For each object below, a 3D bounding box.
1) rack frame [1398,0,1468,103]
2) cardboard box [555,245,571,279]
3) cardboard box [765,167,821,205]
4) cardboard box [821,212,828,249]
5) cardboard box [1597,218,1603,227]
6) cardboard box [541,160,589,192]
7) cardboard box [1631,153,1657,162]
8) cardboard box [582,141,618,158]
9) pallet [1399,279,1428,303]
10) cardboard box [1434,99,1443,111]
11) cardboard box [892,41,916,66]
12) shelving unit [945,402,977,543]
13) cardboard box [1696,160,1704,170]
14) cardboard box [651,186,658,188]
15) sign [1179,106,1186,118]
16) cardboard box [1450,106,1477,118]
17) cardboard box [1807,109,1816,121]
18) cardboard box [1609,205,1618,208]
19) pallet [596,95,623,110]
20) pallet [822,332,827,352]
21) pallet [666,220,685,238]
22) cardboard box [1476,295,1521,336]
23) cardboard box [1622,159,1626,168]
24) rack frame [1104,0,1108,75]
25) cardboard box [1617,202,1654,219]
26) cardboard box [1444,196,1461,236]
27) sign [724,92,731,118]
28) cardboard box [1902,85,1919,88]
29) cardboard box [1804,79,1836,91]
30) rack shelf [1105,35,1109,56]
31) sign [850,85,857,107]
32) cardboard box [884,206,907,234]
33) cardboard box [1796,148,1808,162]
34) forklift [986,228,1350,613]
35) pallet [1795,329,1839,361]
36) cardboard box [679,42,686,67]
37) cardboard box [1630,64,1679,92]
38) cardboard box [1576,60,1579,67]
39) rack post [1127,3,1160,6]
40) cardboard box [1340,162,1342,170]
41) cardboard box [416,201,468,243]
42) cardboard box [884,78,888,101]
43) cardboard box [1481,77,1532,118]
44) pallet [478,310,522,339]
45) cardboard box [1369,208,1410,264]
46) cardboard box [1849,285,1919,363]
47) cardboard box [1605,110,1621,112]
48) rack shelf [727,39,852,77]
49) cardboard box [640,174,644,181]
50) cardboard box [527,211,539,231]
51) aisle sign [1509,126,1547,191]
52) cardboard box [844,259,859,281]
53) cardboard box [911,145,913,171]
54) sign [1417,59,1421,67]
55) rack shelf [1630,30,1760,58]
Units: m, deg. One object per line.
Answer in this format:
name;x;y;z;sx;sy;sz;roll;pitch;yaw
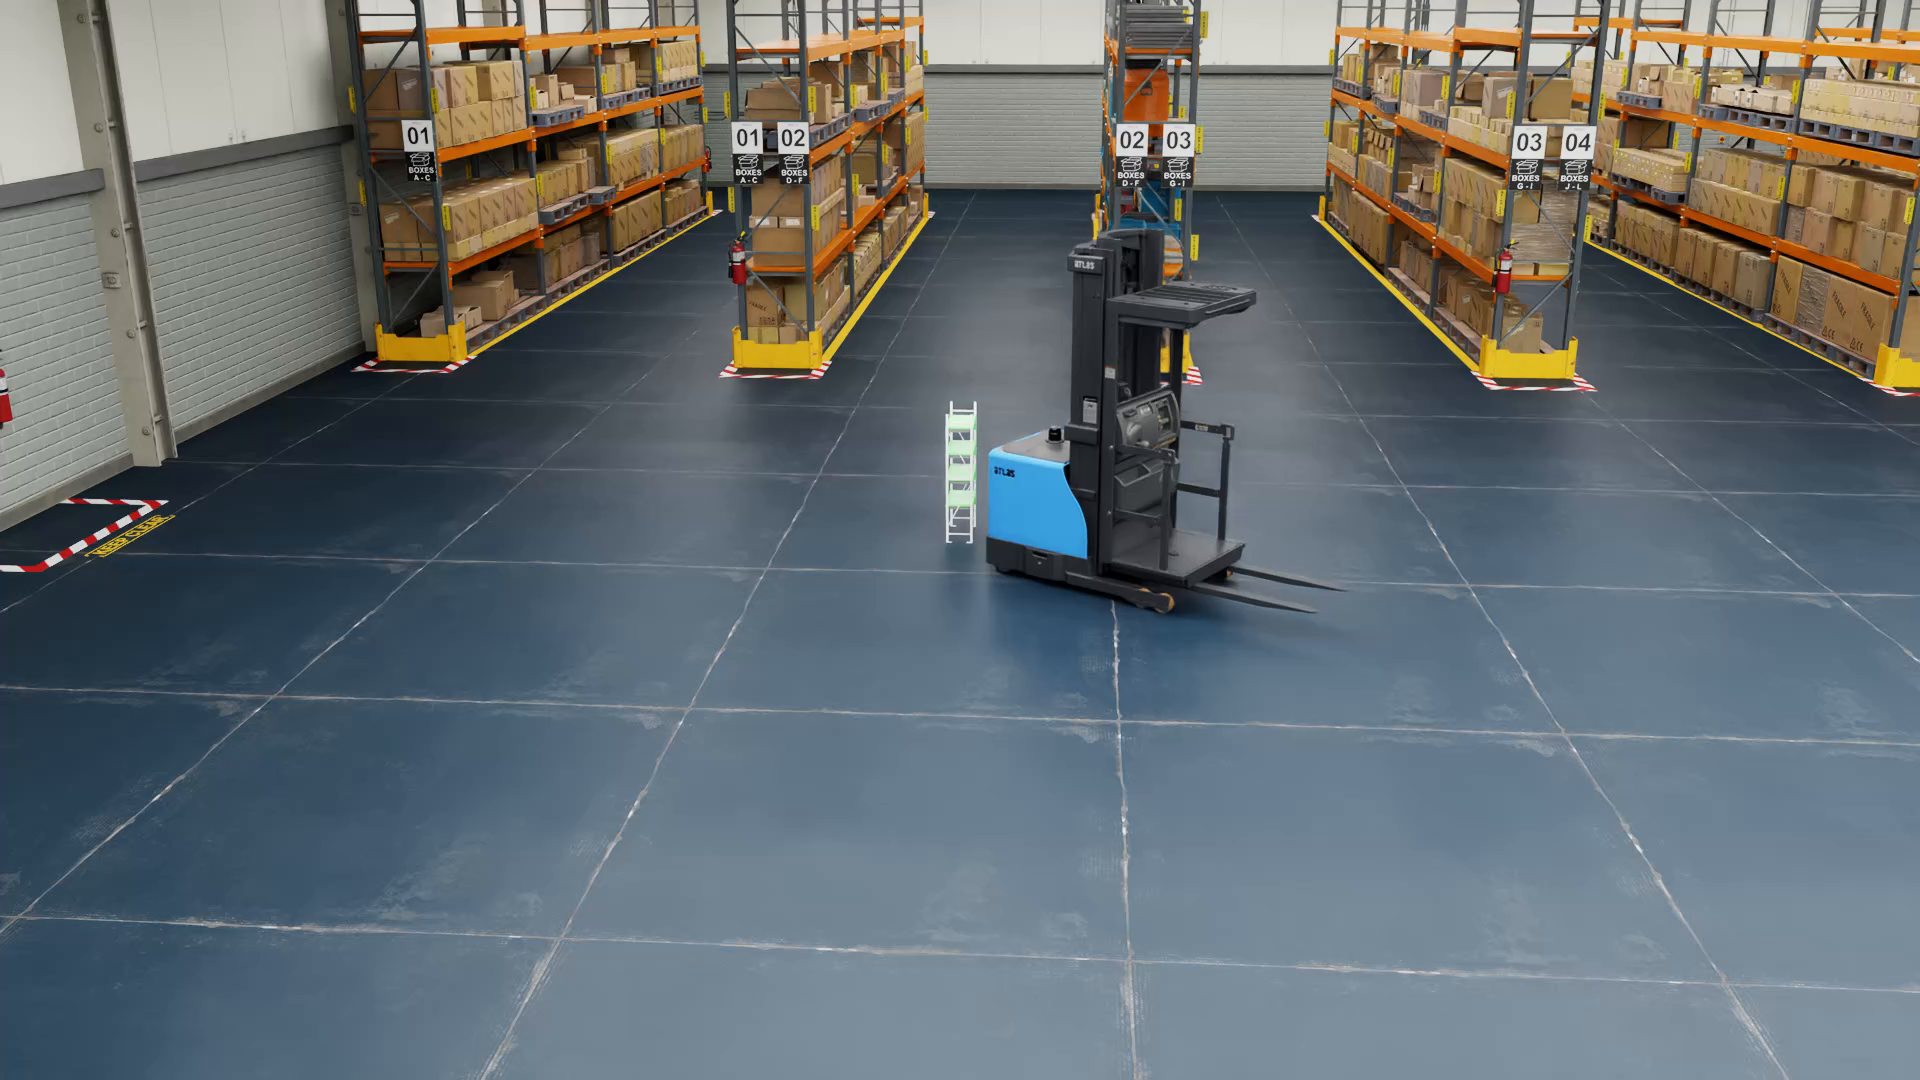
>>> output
rack frame;8.004;-8.901;27.964;1.000;3.000;0.127;1;18;4
cardboard box;-7.005;-4.709;28.112;0.700;0.500;0.500;1;18;5
cardboard box;-2.333;-4.933;23.244;0.700;0.500;0.500;1;18;4
cardboard box;-2.296;-4.461;23.887;0.700;0.500;0.500;2;18;6
cardboard box;12.943;-6.326;33.165;0.380;0.149;0.250;0;18;1
cardboard box;-6.855;-6.318;28.848;0.700;0.500;0.500;0;18;-1
cardboard box;12.670;-7.078;30.808;0.380;0.149;0.250;1;18;3
cardboard box;-6.526;-7.081;30.168;0.500;0.250;0.500;2;18;5
pallet;7.856;-4.105;27.438;1.003;0.211;1.213;1;18;4
cardboard box;7.752;-6.907;26.394;0.380;0.166;0.250;1;18;2
cardboard box;-1.324;-10.546;36.033;0.700;0.500;0.500;1;18;4
shelving unit;0.012;-0.622;15.220;0.258;1.200;0.503;1;18;4
cardboard box;13.228;-6.652;29.508;0.380;0.149;0.250;1;18;2
cardboard box;-6.511;-7.458;35.491;0.380;0.149;0.250;1;18;4
sign;3.325;-6.333;24.927;0.100;0.325;0.005;1;18;4
cardboard box;7.386;-6.258;24.314;0.380;0.149;0.250;1;18;2
cardboard box;12.275;-6.033;23.596;0.380;0.149;0.250;1;18;4
cardboard box;13.542;-6.790;34.102;0.380;0.149;0.250;1;18;2
pallet;-6.825;-7.919;30.086;1.213;0.211;1.003;2;18;6
pallet;-2.437;-2.702;23.155;1.003;0.211;1.213;1;18;4
pallet;-6.399;-6.534;34.851;1.003;0.211;1.213;1;18;4
cardboard box;7.564;-3.152;23.391;0.500;0.500;0.500;3;18;9
cardboard box;12.709;-7.099;31.350;0.380;0.149;0.250;2;18;5
rack frame;3.637;-11.496;35.884;1.000;3.000;0.127;1;18;4
cardboard box;12.914;-6.295;31.780;0.500;0.250;0.500;0;18;1
cardboard box;7.552;-4.704;24.151;0.875;0.500;0.500;1;18;4
sign;-2.991;-5.613;21.451;0.100;0.325;0.005;1;18;4
cardboard box;12.840;-6.006;22.232;0.380;0.149;0.250;2;18;5
cardboard box;12.292;-6.493;23.718;0.380;0.149;0.250;1;18;4
rack shelf;3.207;-9.101;30.371;1.077;0.370;4.000;1;18;4
sign;-1.610;-6.727;25.189;0.100;0.325;0.005;1;18;4
cardboard box;-1.340;-6.377;33.201;0.500;0.500;0.500;1;18;4
cardboard box;18.141;-8.219;35.354;0.500;0.500;0.500;1;18;3
forklift;1.715;-0.986;13.553;3.031;2.935;1.130;13;22;34
pallet;12.440;-2.727;23.232;1.003;0.211;1.213;1;18;4
cardboard box;-6.101;-10.274;35.170;0.500;0.500;0.500;0;18;1
cardboard box;13.094;-8.708;31.356;0.700;0.500;0.500;1;18;4
cardboard box;13.267;-10.079;35.172;0.380;0.149;0.250;1;18;3
rack post;3.075;-9.202;29.002;0.954;0.300;0.937;1;18;4
cardboard box;8.097;-7.754;34.499;0.380;0.149;0.250;2;18;5
cardboard box;-7.058;-4.334;22.663;0.500;0.500;0.500;1;18;4
cardboard box;-1.805;-8.202;30.486;0.910;0.500;0.500;1;18;4
cardboard box;7.289;-5.905;22.195;0.500;0.500;0.500;1;18;4
pallet;-7.202;-3.225;24.754;1.003;0.211;1.213;1;18;4
cardboard box;8.074;-5.454;29.816;1.225;0.875;0.875;0;18;1
cardboard box;12.353;-2.826;21.794;0.875;0.875;0.875;1;18;4
cardboard box;13.696;-8.752;34.898;0.500;0.500;0.500;1;18;2
rack shelf;-2.307;-6.728;23.129;1.077;0.370;4.000;1;18;4
cardboard box;-6.375;-7.087;32.433;0.380;0.149;0.250;1;18;4
cardboard box;-6.836;-4.924;25.669;0.500;0.250;0.500;1;18;4
aisle sign;7.127;-4.789;20.872;0.394;0.787;0.004;1;18;4
cardboard box;-1.886;-4.313;26.435;0.500;0.311;0.500;1;18;4
cardboard box;-1.248;-7.874;34.302;0.500;0.500;0.500;2;18;5
sign;8.832;-9.104;32.065;0.100;0.325;0.005;1;18;4
rack shelf;13.087;-8.848;29.600;1.077;0.370;4.000;1;18;4
